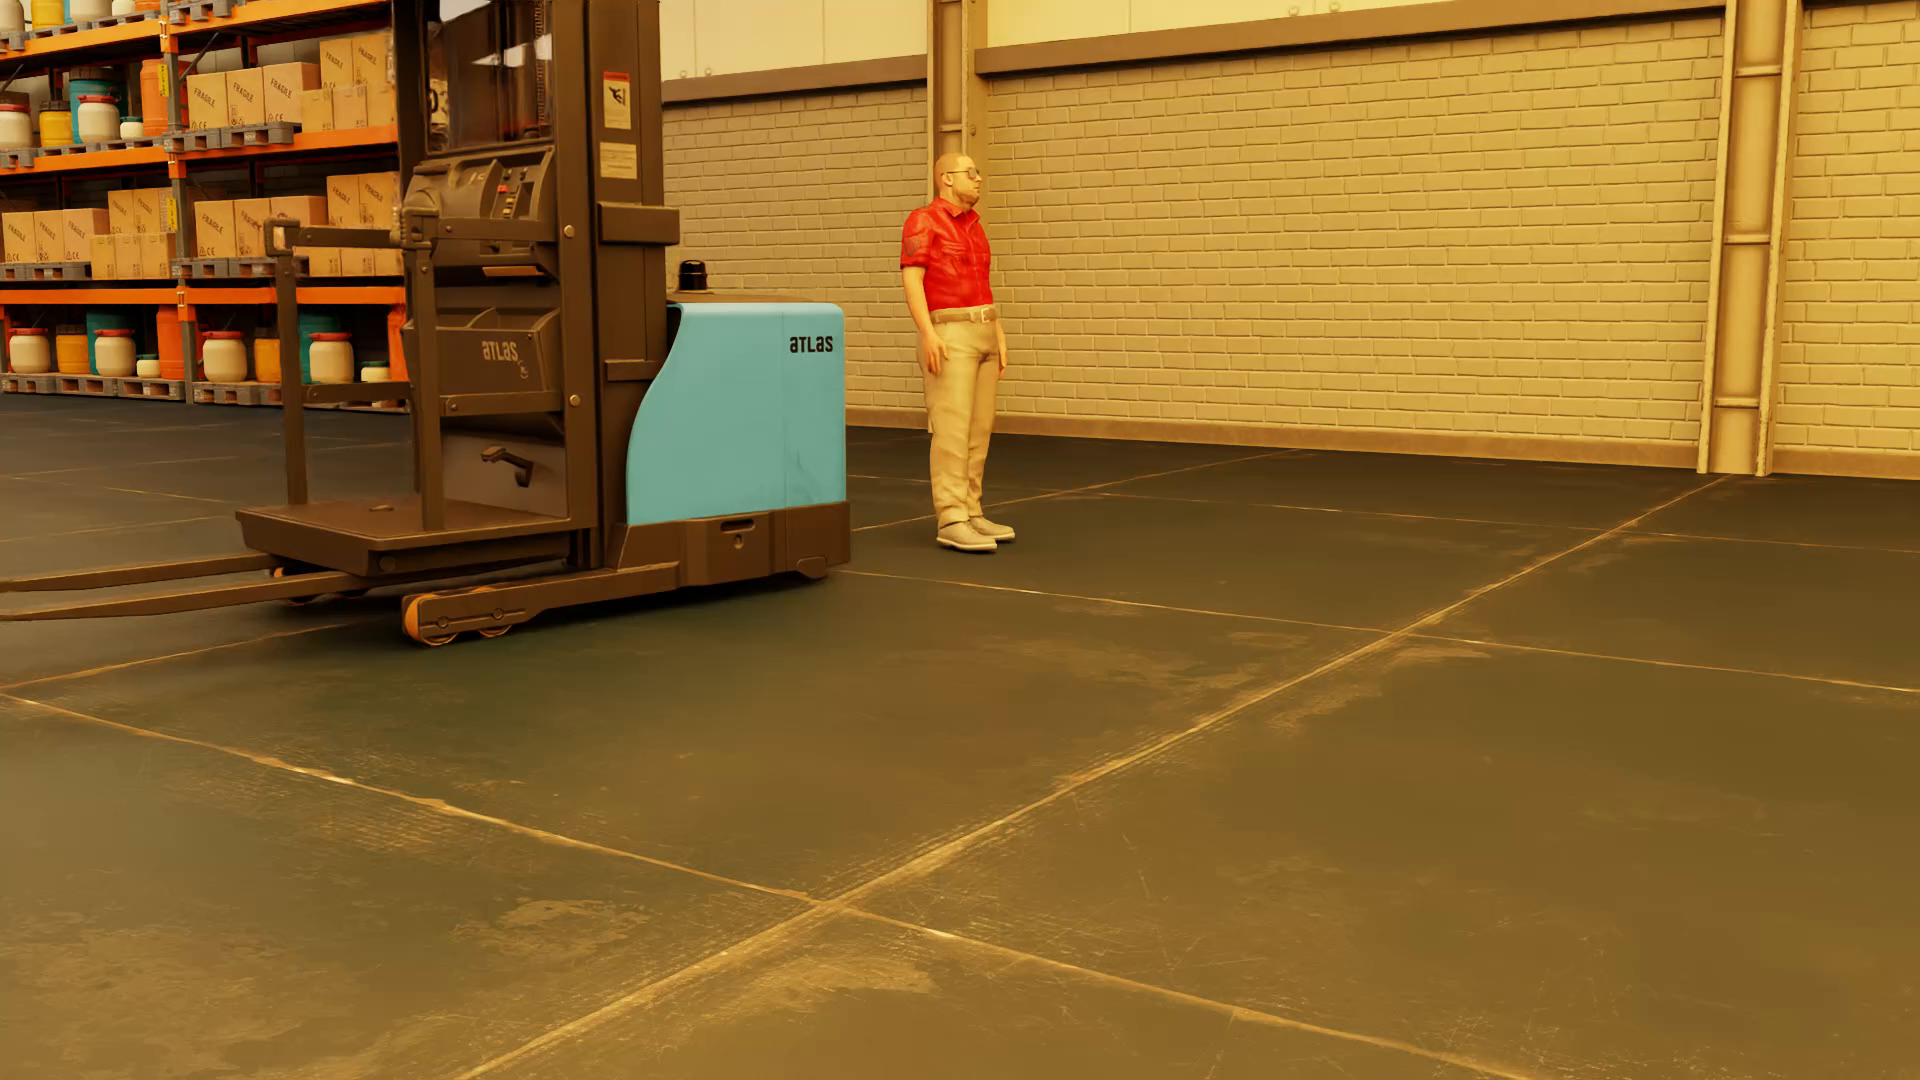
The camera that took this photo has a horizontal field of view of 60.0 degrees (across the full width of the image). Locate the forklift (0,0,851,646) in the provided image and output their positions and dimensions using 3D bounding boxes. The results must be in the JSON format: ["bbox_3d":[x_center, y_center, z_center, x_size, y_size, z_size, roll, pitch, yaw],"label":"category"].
[{"bbox_3d":[-1.823,-1.198,5.615,1.130,2.935,3.031,8,11,44],"label":"forklift"}]

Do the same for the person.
[{"bbox_3d":[0.068,-0.855,7.422,0.550,1.728,0.641,5,10,34],"label":"person"}]
